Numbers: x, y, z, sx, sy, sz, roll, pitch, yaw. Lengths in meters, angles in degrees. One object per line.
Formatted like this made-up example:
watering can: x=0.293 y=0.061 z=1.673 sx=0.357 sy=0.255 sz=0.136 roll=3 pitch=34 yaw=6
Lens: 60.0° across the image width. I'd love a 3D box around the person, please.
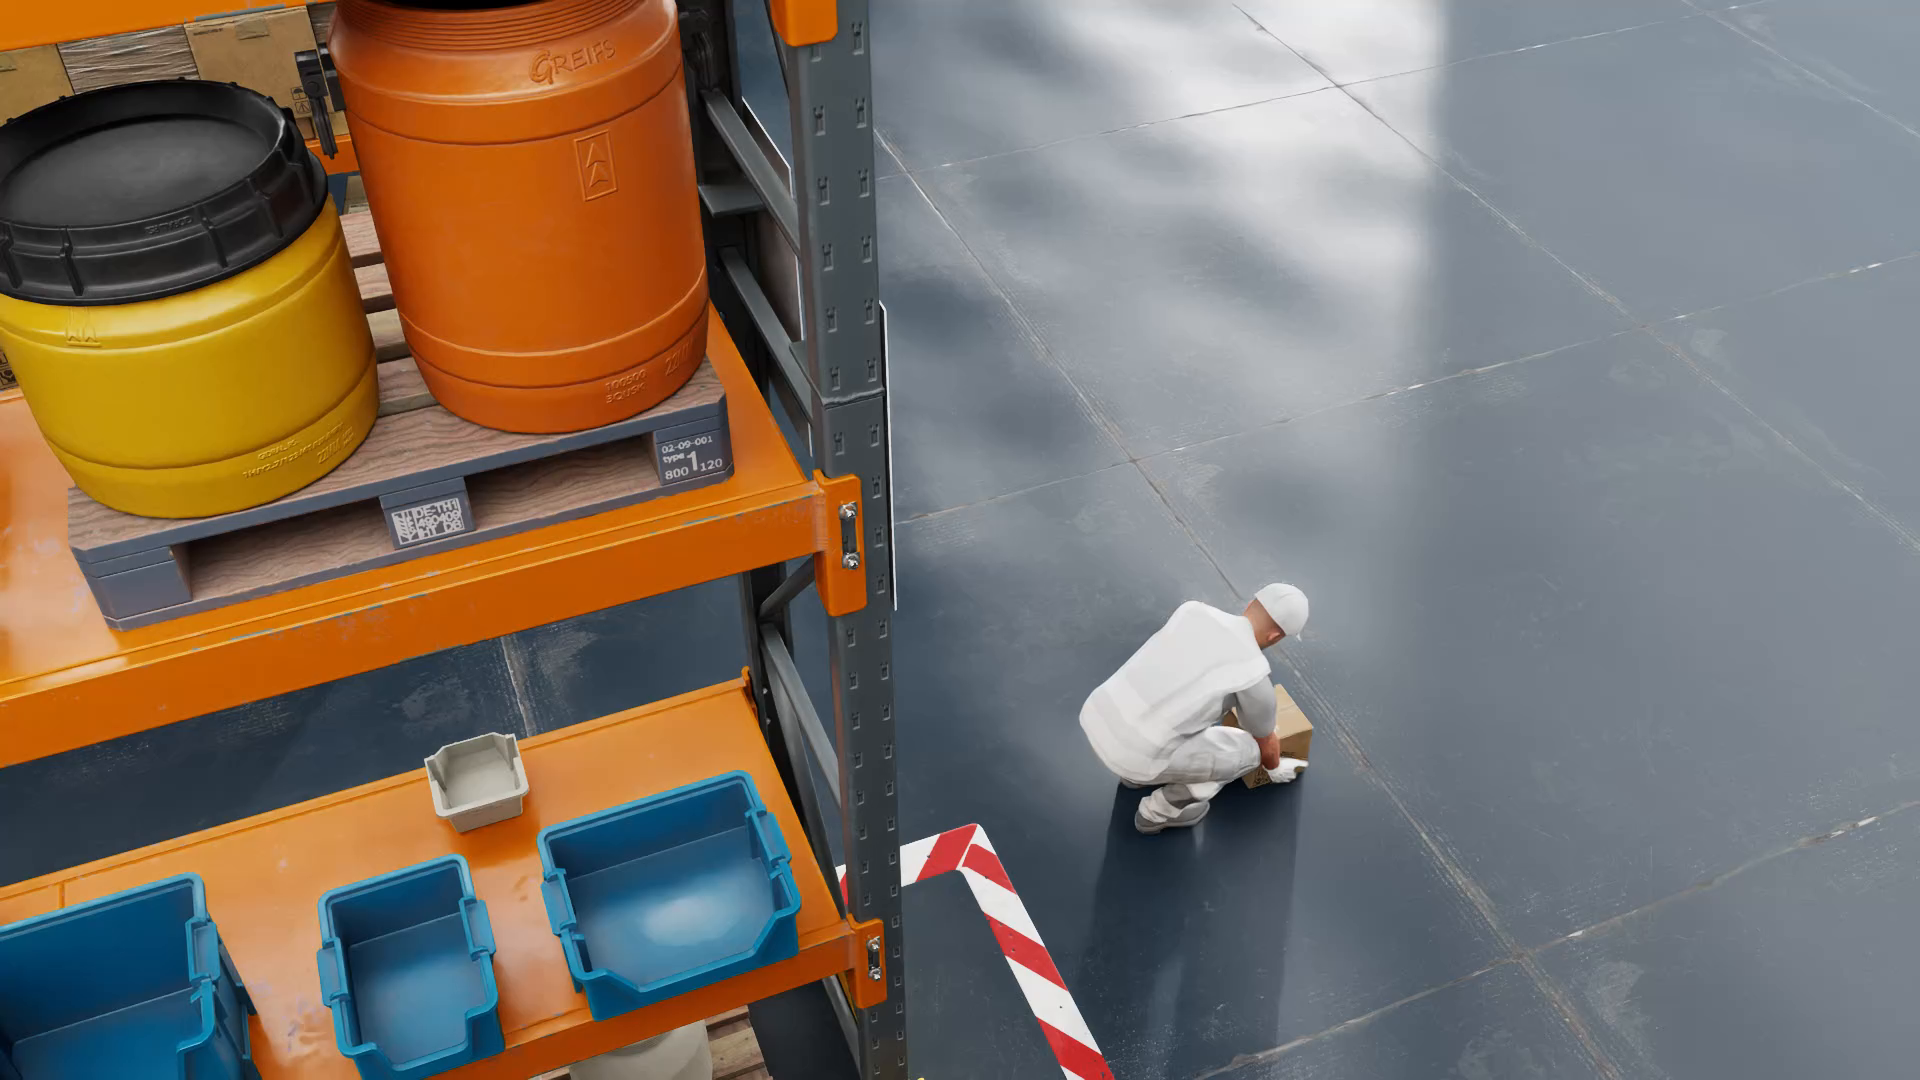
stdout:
person: x=0.874 y=0.619 z=6.161 sx=0.891 sy=0.878 sz=0.562 roll=-15 pitch=44 yaw=-17
